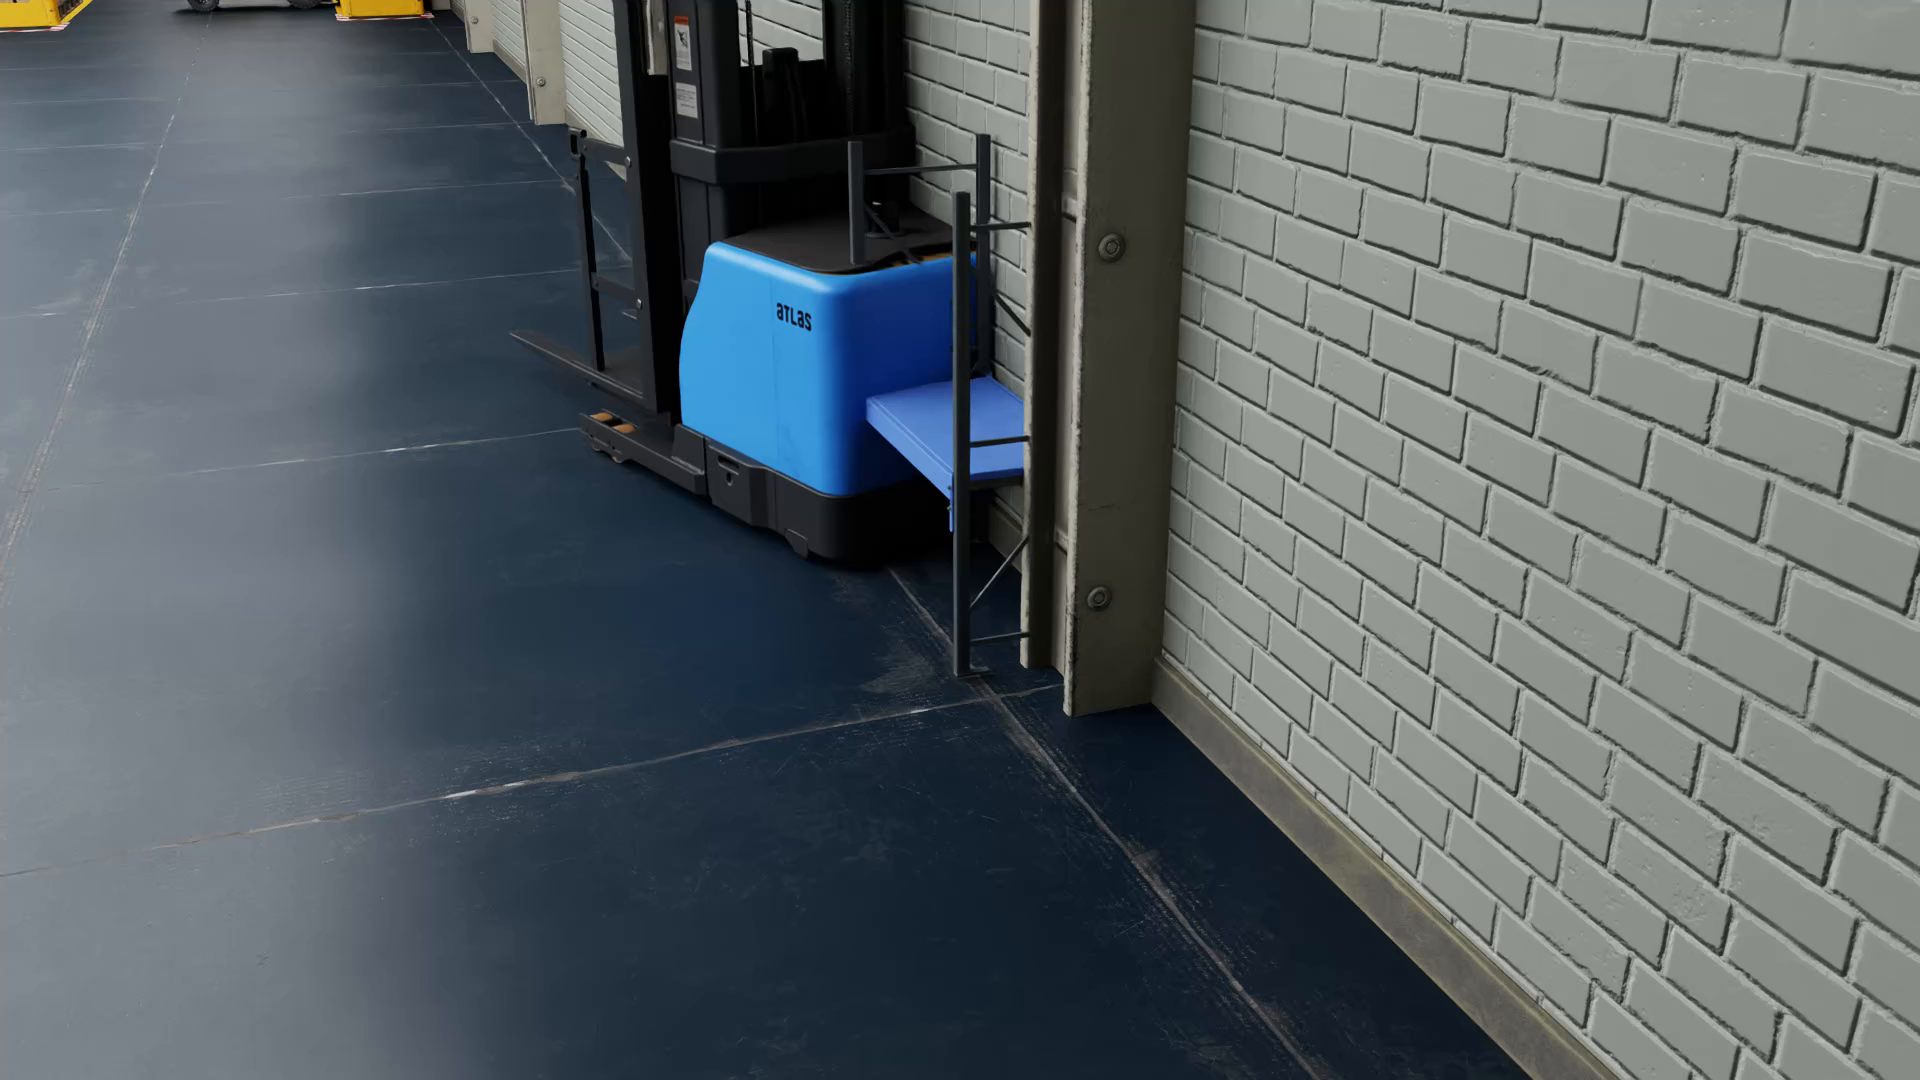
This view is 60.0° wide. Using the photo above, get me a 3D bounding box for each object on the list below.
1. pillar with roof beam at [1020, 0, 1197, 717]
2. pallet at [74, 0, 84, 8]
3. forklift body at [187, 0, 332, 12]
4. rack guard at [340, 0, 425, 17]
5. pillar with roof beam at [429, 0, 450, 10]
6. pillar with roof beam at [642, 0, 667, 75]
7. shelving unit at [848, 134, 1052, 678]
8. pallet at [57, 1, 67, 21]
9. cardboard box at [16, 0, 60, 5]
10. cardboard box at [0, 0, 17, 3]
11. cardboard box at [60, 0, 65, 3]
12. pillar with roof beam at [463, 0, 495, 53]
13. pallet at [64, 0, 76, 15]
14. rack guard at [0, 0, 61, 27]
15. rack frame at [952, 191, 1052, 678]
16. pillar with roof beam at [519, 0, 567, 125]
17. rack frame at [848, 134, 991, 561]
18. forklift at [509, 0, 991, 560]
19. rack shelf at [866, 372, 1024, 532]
[{"bbox_3d":[-3.623,-3.117,2.059,9.100,9.000,0.400,-8,24,-19],"label":"pillar with roof beam"},{"bbox_3d":[-14.456,-8.534,26.226,1.003,0.211,1.213,-8,24,-19],"label":"pallet"},{"bbox_3d":[-11.048,-9.335,25.628,2.313,2.155,1.214,-8,24,-19],"label":"forklift body"},{"bbox_3d":[-8.663,-8.126,24.887,1.175,0.500,0.348,-8,24,-19],"label":"rack guard"},{"bbox_3d":[-12.102,-11.838,22.749,9.100,9.000,0.400,-8,24,-19],"label":"pillar with roof beam"},{"bbox_3d":[-5.743,-5.297,7.232,9.100,9.000,0.400,-8,24,-19],"label":"pillar with roof beam"},{"bbox_3d":[0.043,-0.481,5.439,0.538,1.500,1.048,-8,23,-19],"label":"shelving unit"},{"bbox_3d":[-13.594,-7.647,24.122,1.003,0.211,1.213,-8,24,-19],"label":"pallet"},{"bbox_3d":[-13.340,-7.862,24.041,0.500,0.250,0.500,-9,24,-19],"label":"cardboard box"},{"bbox_3d":[-13.859,-7.797,23.886,0.500,0.250,0.500,-8,24,-19],"label":"cardboard box"},{"bbox_3d":[-13.513,-8.049,24.484,0.500,0.250,0.500,-7,24,-17],"label":"cardboard box"},{"bbox_3d":[-9.982,-9.657,17.577,9.100,9.000,0.400,-8,24,-19],"label":"pillar with roof beam"},{"bbox_3d":[-14.022,-8.090,25.172,1.003,0.211,1.213,-8,24,-19],"label":"pallet"},{"bbox_3d":[-13.340,-7.480,23.354,1.175,0.500,0.348,-8,24,-19],"label":"rack guard"},{"bbox_3d":[0.219,-0.305,4.996,0.500,1.500,0.032,-8,23,-19],"label":"rack frame"},{"bbox_3d":[-7.862,-7.477,12.404,9.100,9.000,0.400,-8,24,-19],"label":"pillar with roof beam"},{"bbox_3d":[-0.134,-0.658,5.881,0.500,1.500,0.032,-8,23,-19],"label":"rack frame"},{"bbox_3d":[-0.979,-1.781,6.703,1.130,2.935,3.031,-17,28,-35],"label":"forklift"},{"bbox_3d":[0.043,-0.314,5.506,0.538,0.185,1.000,-8,23,-19],"label":"rack shelf"}]
